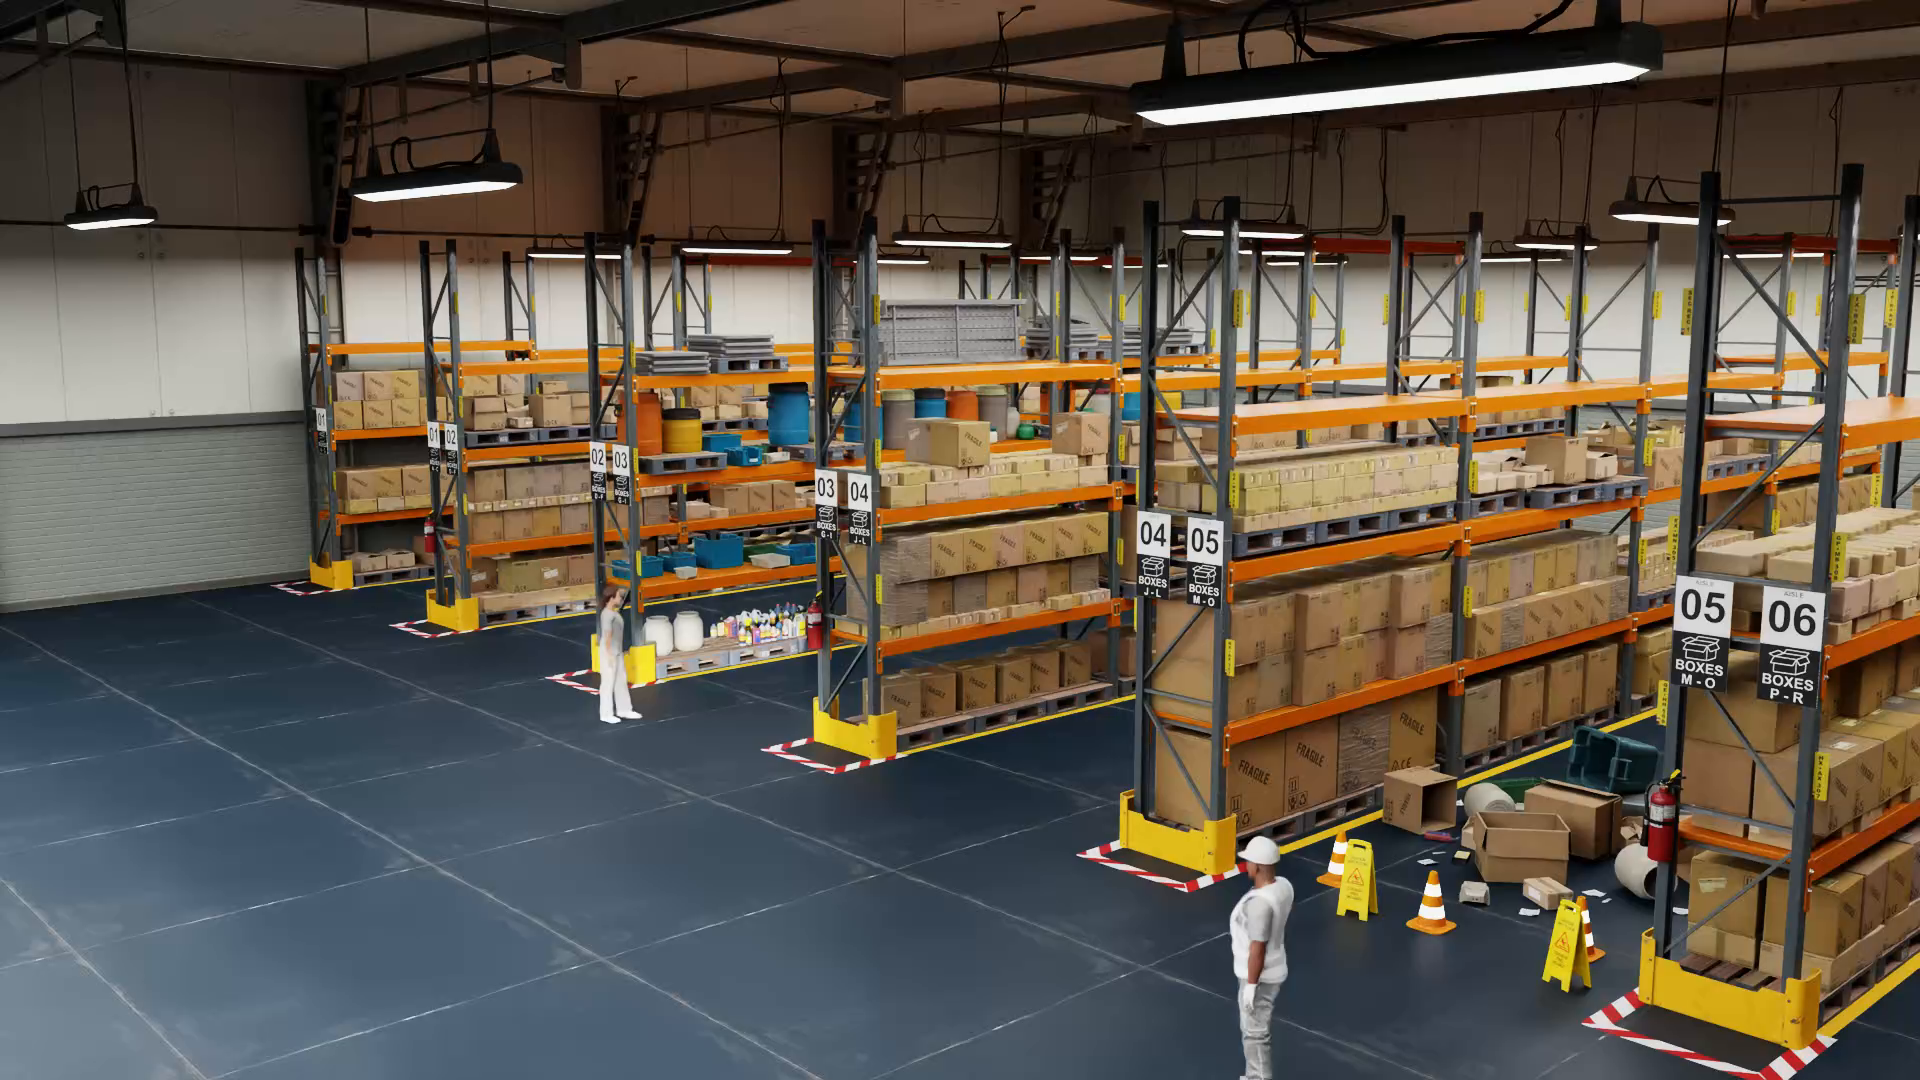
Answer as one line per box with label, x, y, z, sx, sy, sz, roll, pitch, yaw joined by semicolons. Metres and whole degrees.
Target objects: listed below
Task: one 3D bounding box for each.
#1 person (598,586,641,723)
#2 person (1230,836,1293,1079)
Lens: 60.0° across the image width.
person;-4.178;1.396;20.255;0.452;1.692;0.511;1;8;4
person;1.872;2.750;10.534;0.443;1.784;0.634;2;9;11
